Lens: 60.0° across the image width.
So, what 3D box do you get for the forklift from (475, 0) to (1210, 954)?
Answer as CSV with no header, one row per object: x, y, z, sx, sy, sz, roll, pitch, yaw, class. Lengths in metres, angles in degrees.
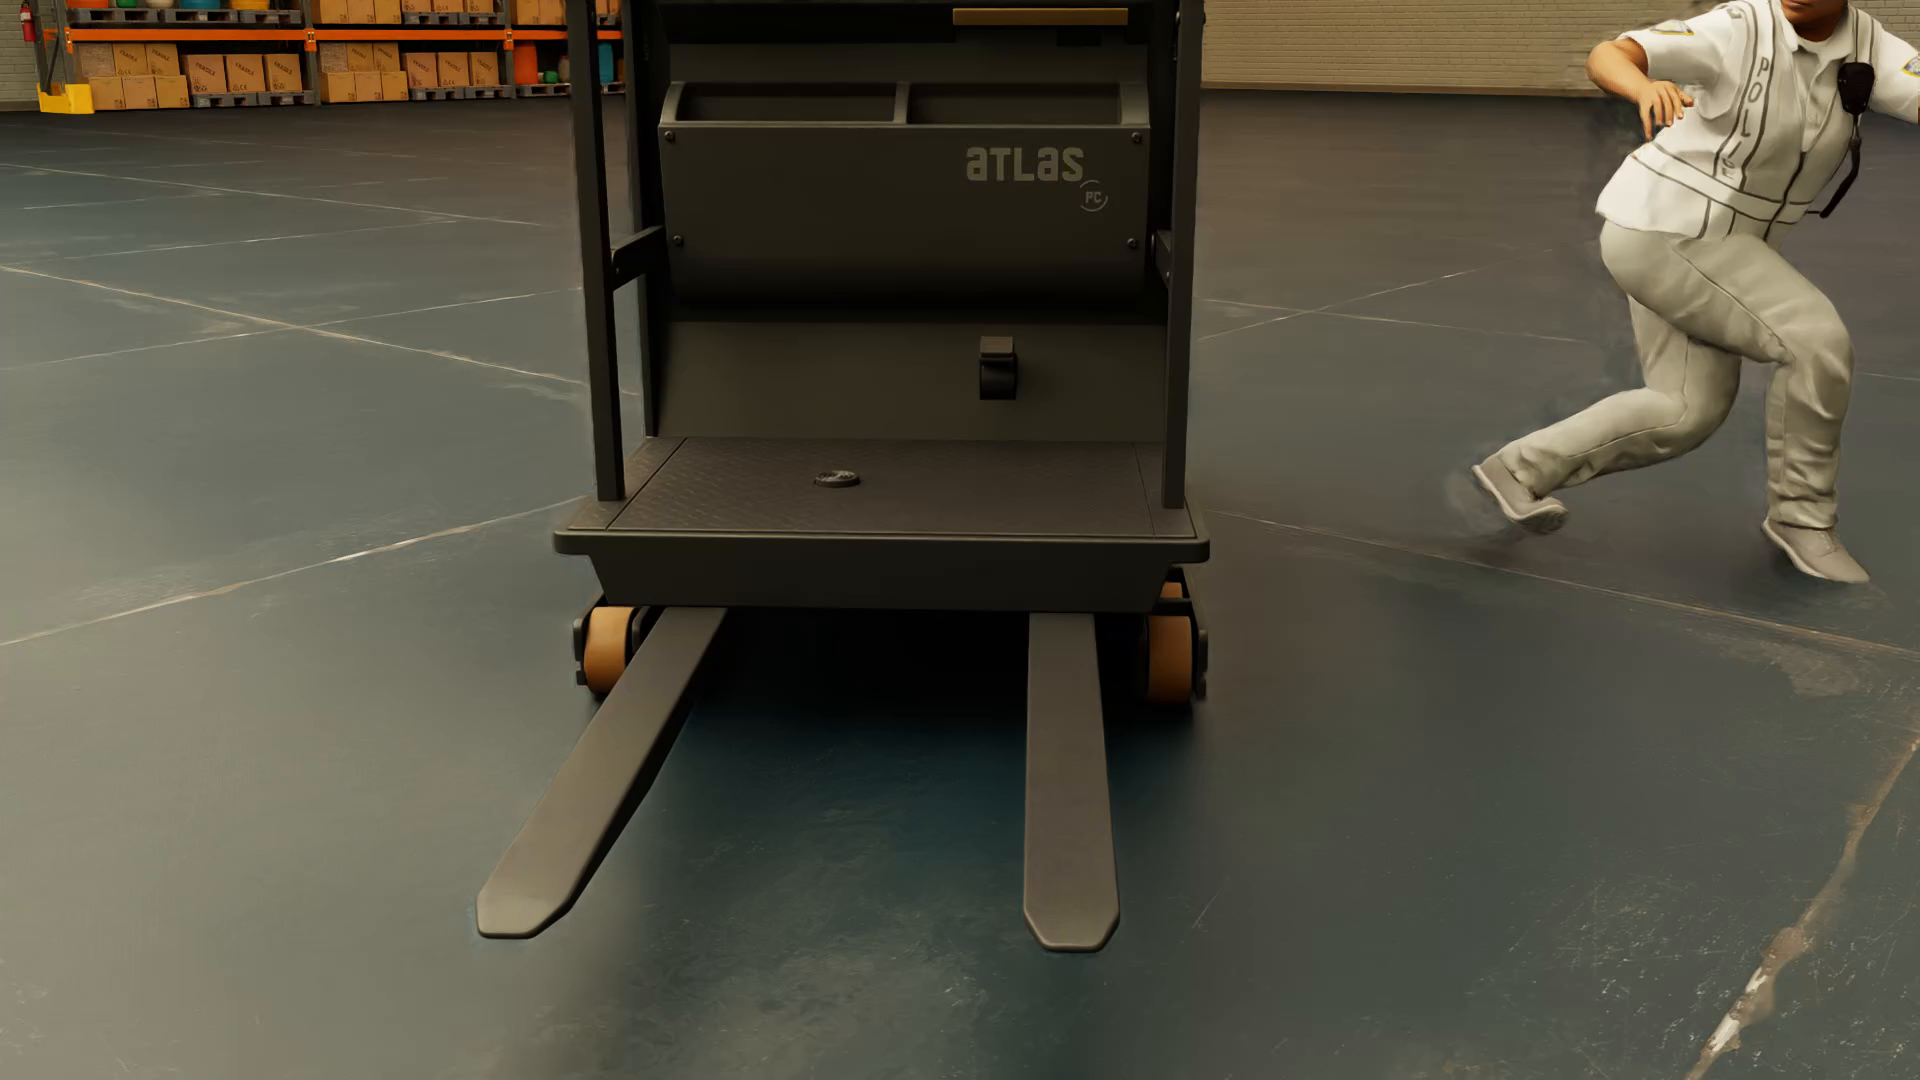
-0.112,-1.202,2.856,1.130,2.935,3.031,1,17,3,forklift

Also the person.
1.707,-0.594,3.512,0.836,1.459,1.062,-15,22,-40,person
